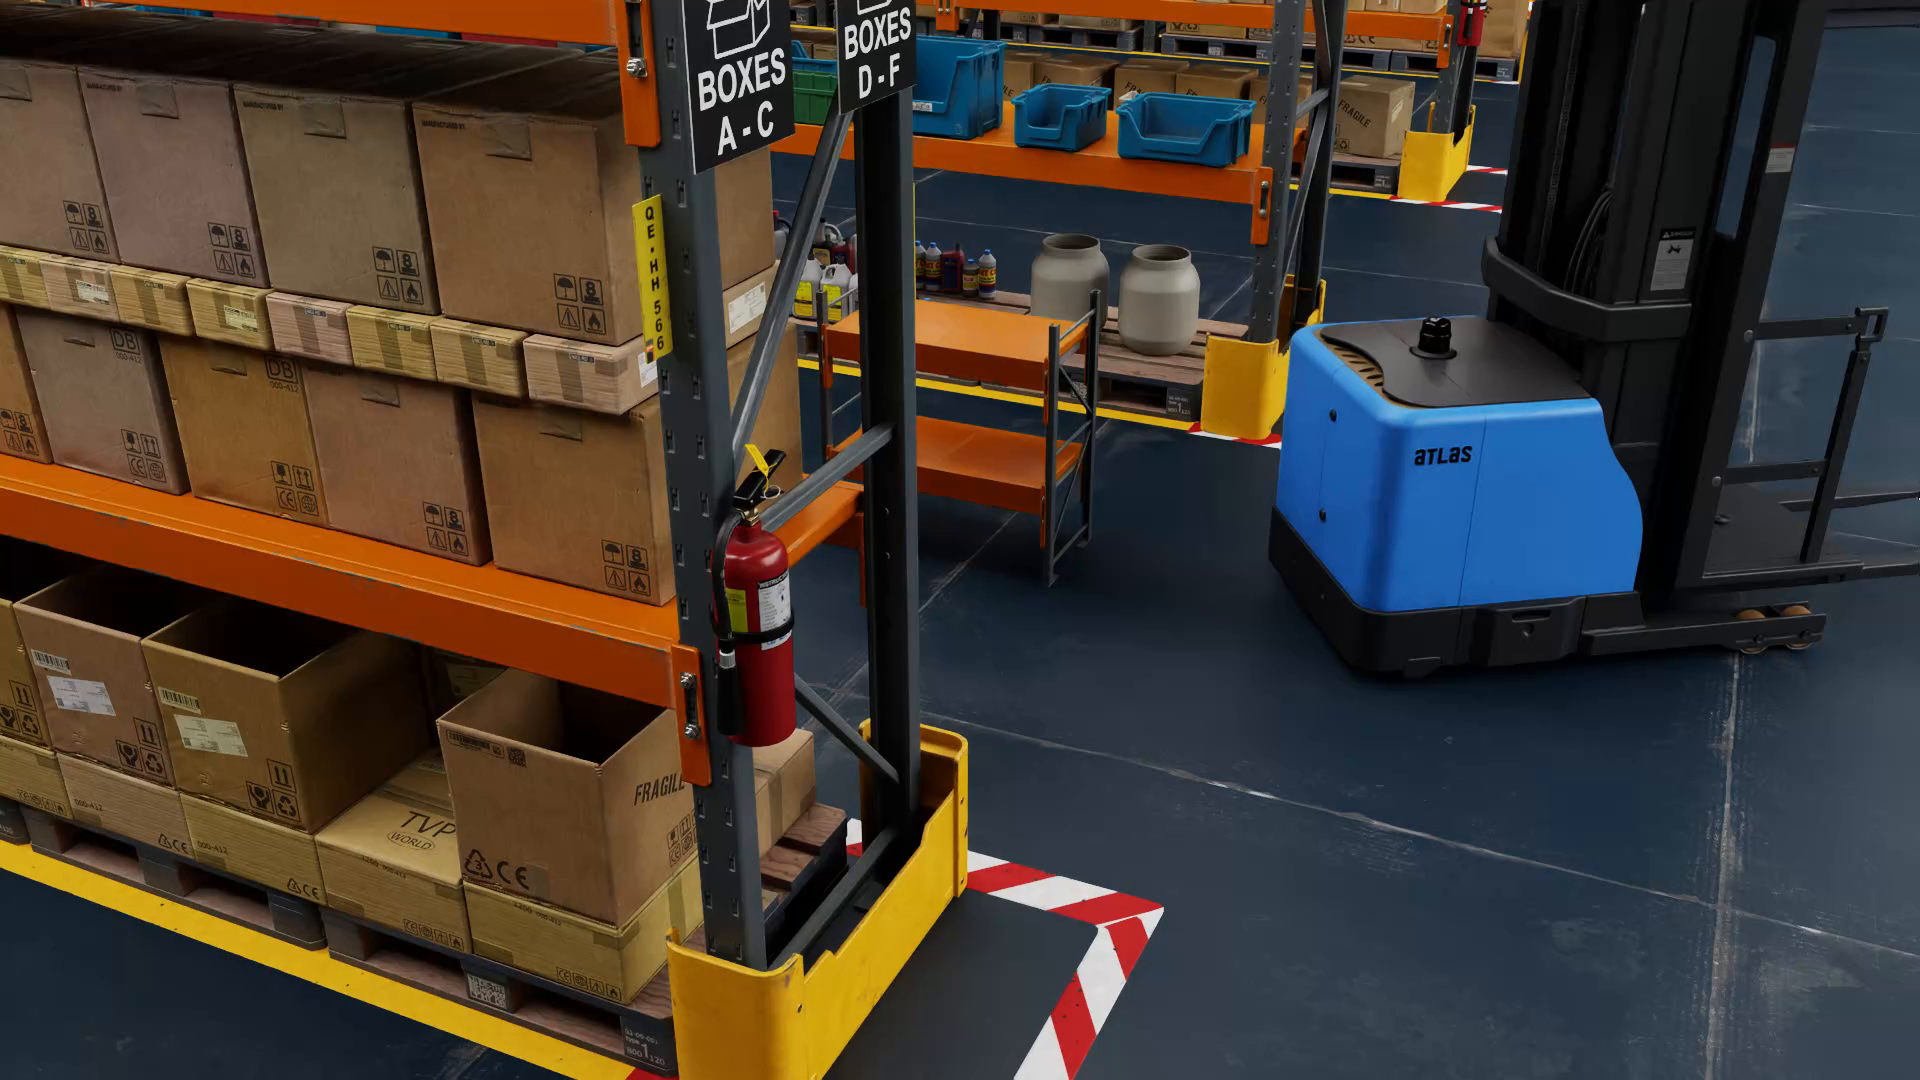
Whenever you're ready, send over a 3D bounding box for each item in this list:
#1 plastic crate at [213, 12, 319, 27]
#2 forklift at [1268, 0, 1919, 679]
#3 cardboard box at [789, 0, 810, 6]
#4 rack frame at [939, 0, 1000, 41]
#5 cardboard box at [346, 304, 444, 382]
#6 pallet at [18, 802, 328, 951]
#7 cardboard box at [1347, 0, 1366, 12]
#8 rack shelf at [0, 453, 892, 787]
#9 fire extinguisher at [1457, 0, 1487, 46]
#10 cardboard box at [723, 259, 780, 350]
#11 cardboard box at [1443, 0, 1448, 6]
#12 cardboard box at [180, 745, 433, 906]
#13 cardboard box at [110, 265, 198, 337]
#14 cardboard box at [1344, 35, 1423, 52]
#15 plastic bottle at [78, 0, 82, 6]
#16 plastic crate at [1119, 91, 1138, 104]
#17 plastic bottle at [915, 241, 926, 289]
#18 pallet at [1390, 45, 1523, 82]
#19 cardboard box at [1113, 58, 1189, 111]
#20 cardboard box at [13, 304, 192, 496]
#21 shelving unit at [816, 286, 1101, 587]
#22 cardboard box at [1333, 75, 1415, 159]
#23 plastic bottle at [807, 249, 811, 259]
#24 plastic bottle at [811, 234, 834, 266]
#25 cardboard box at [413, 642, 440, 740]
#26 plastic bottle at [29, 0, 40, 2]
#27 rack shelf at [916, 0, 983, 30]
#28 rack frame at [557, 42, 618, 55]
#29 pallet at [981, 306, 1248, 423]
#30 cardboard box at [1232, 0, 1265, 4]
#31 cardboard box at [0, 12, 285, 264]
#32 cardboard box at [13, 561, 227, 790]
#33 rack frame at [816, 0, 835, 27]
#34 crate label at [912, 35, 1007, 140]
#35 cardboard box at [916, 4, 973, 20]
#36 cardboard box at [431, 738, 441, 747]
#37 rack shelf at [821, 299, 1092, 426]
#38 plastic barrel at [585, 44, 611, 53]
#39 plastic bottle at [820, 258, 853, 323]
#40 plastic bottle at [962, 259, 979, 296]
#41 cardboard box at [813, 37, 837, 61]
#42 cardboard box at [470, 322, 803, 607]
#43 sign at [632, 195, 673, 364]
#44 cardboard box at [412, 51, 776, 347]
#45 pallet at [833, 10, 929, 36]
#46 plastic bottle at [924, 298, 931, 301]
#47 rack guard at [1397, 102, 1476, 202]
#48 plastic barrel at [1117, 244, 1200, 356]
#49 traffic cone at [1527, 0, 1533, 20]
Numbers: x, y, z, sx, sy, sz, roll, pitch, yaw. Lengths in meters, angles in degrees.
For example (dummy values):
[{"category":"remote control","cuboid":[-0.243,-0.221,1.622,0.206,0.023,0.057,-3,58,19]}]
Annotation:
[{"category":"plastic crate","cuboid":[-4.260,-3.176,10.231,0.583,0.464,0.402,11,28,22]},{"category":"forklift","cuboid":[2.850,-1.104,6.173,3.031,2.935,1.130,-4,27,-9]},{"category":"cardboard box","cuboid":[-2.116,-6.615,19.644,0.500,0.500,0.500,11,28,22]},{"category":"rack frame","cuboid":[0.087,-4.825,13.655,0.127,3.000,1.000,11,28,22]},{"category":"cardboard box","cuboid":[-1.274,-0.535,4.093,0.250,0.149,0.380,11,28,21]},{"category":"pallet","cuboid":[-2.196,0.793,5.401,1.213,0.211,1.003,11,28,22]},{"category":"cardboard box","cuboid":[2.907,-4.021,12.307,0.250,0.149,0.380,11,28,22]},{"category":"rack shelf","cuboid":[-2.196,-0.155,4.982,4.000,0.370,1.077,11,28,22]},{"category":"fire extinguisher","cuboid":[3.642,-3.853,11.768,0.183,0.674,0.296,11,28,22]},{"category":"cardboard box","cuboid":[-0.644,-0.606,4.237,0.250,0.149,0.380,11,28,21]},{"category":"cardboard box","cuboid":[3.567,-4.129,12.526,0.250,0.149,0.380,11,28,22]},{"category":"cardboard box","cuboid":[-1.902,0.777,4.913,0.500,0.250,0.500,11,28,22]},{"category":"cardboard box","cuboid":[-1.982,-0.677,4.381,0.250,0.149,0.380,12,29,23]},{"category":"cardboard box","cuboid":[4.427,-5.563,17.082,0.875,0.875,0.875,11,28,21]},{"category":"plastic bottle","cuboid":[-6.145,-3.800,11.705,0.133,0.283,0.061,11,28,22]},{"category":"plastic crate","cuboid":[0.996,-2.277,8.778,0.250,0.136,0.298,11,28,22]},{"category":"plastic bottle","cuboid":[-0.247,-1.614,9.722,0.097,0.271,0.097,0,26,0]},{"category":"pallet","cuboid":[5.113,-4.934,17.032,1.213,0.211,1.003,11,28,22]},{"category":"cardboard box","cuboid":[1.557,-3.620,13.560,0.500,0.500,0.500,9,28,17]},{"category":"cardboard box","cuboid":[-2.206,-0.529,4.815,0.500,0.500,0.700,12,29,23]},{"category":"shelving unit","cuboid":[-0.006,-0.506,7.004,1.048,1.125,0.538,11,28,22]},{"category":"cardboard box","cuboid":[3.167,-3.282,12.875,0.500,0.500,0.500,17,31,31]},{"category":"plastic bottle","cuboid":[-0.917,-1.763,10.011,0.133,0.283,0.061,13,29,25]},{"category":"plastic bottle","cuboid":[-0.808,-1.671,9.825,0.133,0.283,0.061,11,28,22]},{"category":"cardboard box","cuboid":[-1.688,0.233,5.170,0.500,0.500,0.500,11,28,22]},{"category":"plastic bottle","cuboid":[-6.599,-3.892,11.891,0.133,0.283,0.061,11,28,22]},{"category":"rack shelf","cuboid":[-1.734,-4.868,14.557,4.000,0.370,1.077,11,28,22]},{"category":"rack frame","cuboid":[-1.963,-2.834,9.610,0.127,3.000,1.000,11,28,22]},{"category":"pallet","cuboid":[0.852,-0.997,9.036,1.213,0.211,1.003,11,28,22]},{"category":"cardboard box","cuboid":[2.239,-4.172,12.613,0.250,0.149,0.380,11,28,22]},{"category":"cardboard box","cuboid":[-2.240,-1.116,4.539,0.500,0.500,0.700,11,28,22]},{"category":"cardboard box","cuboid":[-2.358,0.350,4.932,0.500,0.500,0.500,11,28,22]},{"category":"rack frame","cuboid":[-1.409,-7.533,19.154,0.127,3.000,1.000,11,28,22]},{"category":"crate label","cuboid":[-0.110,-2.346,8.579,0.616,0.435,0.502,11,28,22]},{"category":"cardboard box","cuboid":[-0.095,-6.406,18.936,0.750,0.750,1.050,12,29,23]},{"category":"cardboard box","cuboid":[-1.684,0.565,5.345,0.500,0.250,0.500,11,28,22]},{"category":"rack shelf","cuboid":[-0.006,-0.768,6.875,1.000,0.278,0.538,11,28,22]},{"category":"plastic barrel","cuboid":[-2.190,-3.251,9.890,0.708,0.901,0.600,11,28,22]},{"category":"plastic bottle","cuboid":[-0.672,-1.382,9.162,0.185,0.351,0.144,13,29,24]},{"category":"plastic bottle","cuboid":[0.062,-1.520,9.612,0.097,0.201,0.097,0,26,0]},{"category":"cardboard box","cuboid":[-0.889,-4.117,14.548,0.500,0.500,0.700,11,28,21]},{"category":"cardboard box","cuboid":[-0.796,-0.247,4.242,0.500,0.500,0.700,11,28,22]},{"category":"sign","cuboid":[-0.613,-0.522,3.335,0.005,0.325,0.100,11,28,22]},{"category":"cardboard box","cuboid":[-0.844,-0.839,3.976,0.500,0.500,0.700,11,28,22]},{"category":"pallet","cuboid":[-0.723,-6.107,19.415,1.213,0.211,1.003,11,28,22]},{"category":"plastic bottle","cuboid":[-0.175,-1.204,8.970,0.097,0.201,0.097,0,26,0]},{"category":"rack guard","cuboid":[3.659,-2.987,12.750,0.348,0.500,1.175,11,28,22]},{"category":"plastic barrel","cuboid":[1.047,-1.264,8.763,0.421,0.512,0.421,0,26,0]},{"category":"traffic cone","cuboid":[6.905,-6.501,19.930,0.334,0.463,0.336,11,28,22]}]
